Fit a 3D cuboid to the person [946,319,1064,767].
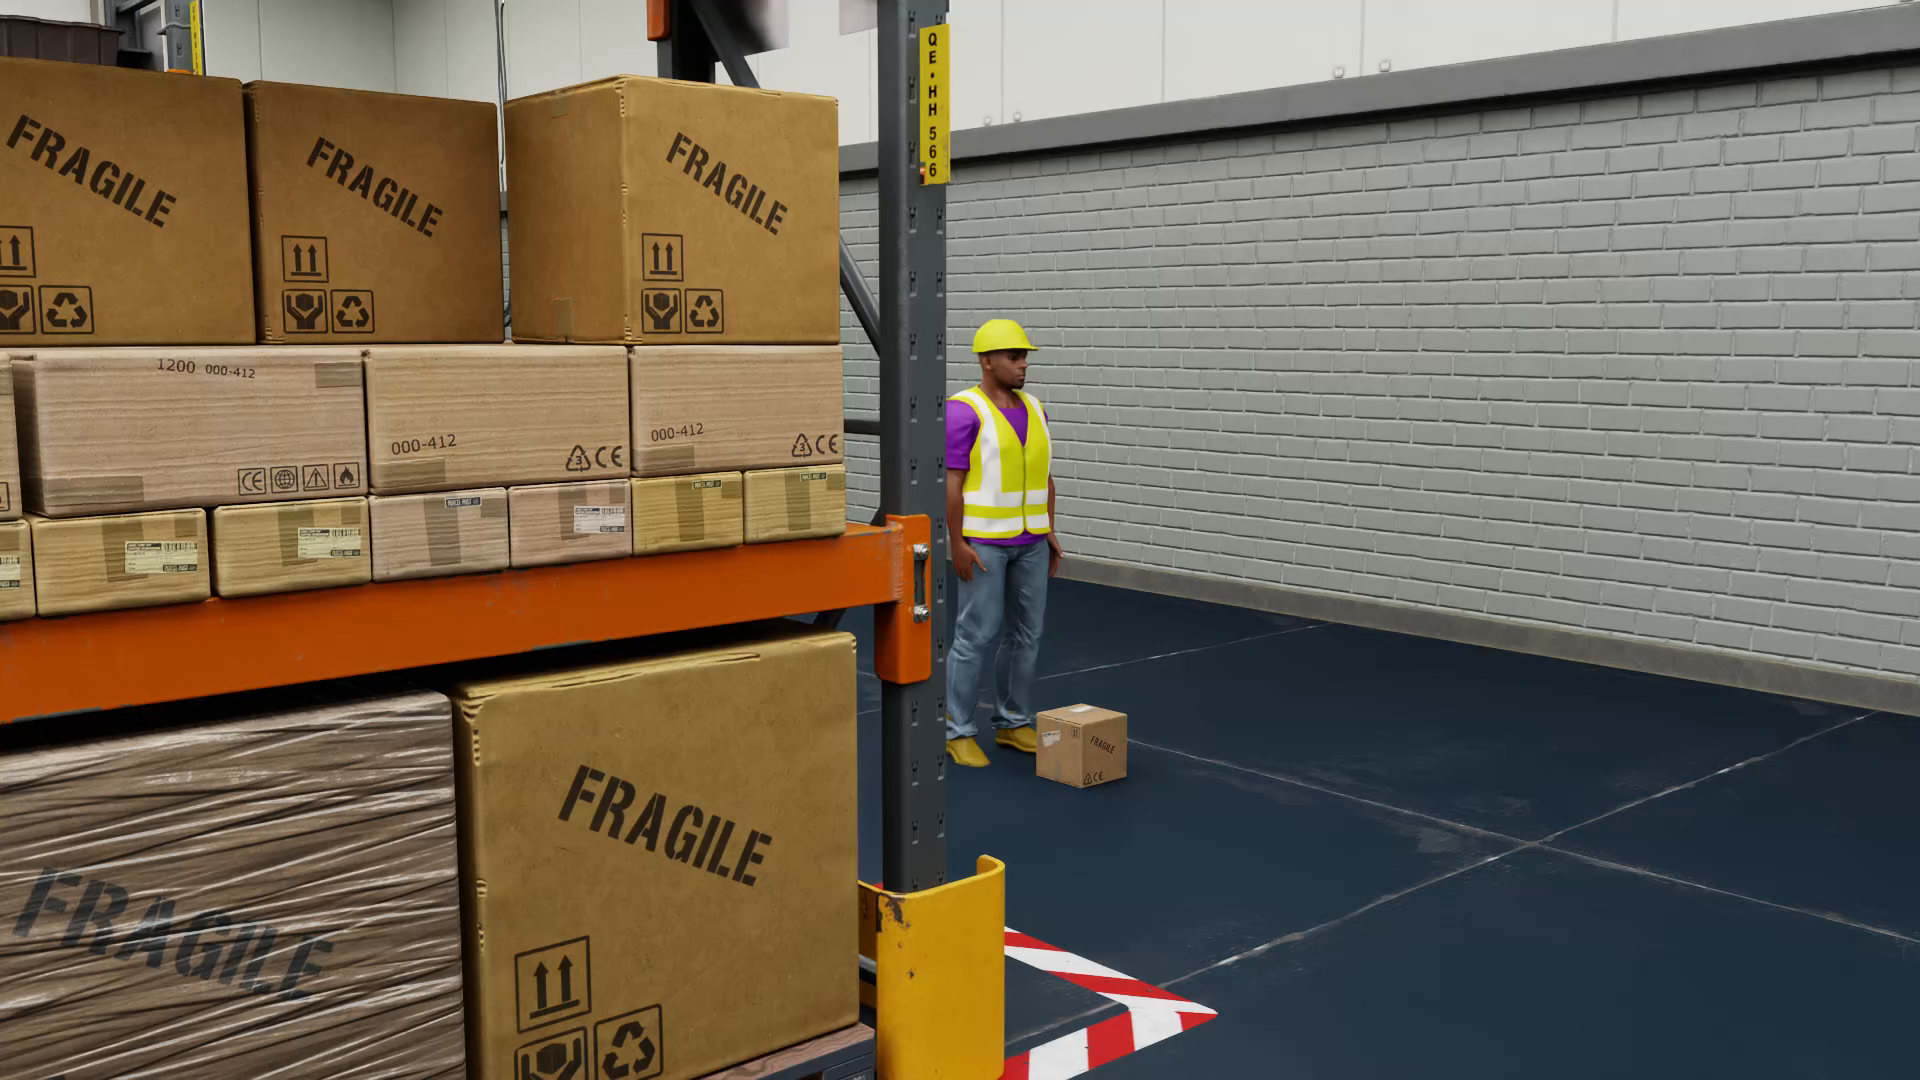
[{"bbox_3d":[0.175,0.012,6.722,0.564,1.791,0.361,-6,10,-40],"label":"person"}]
